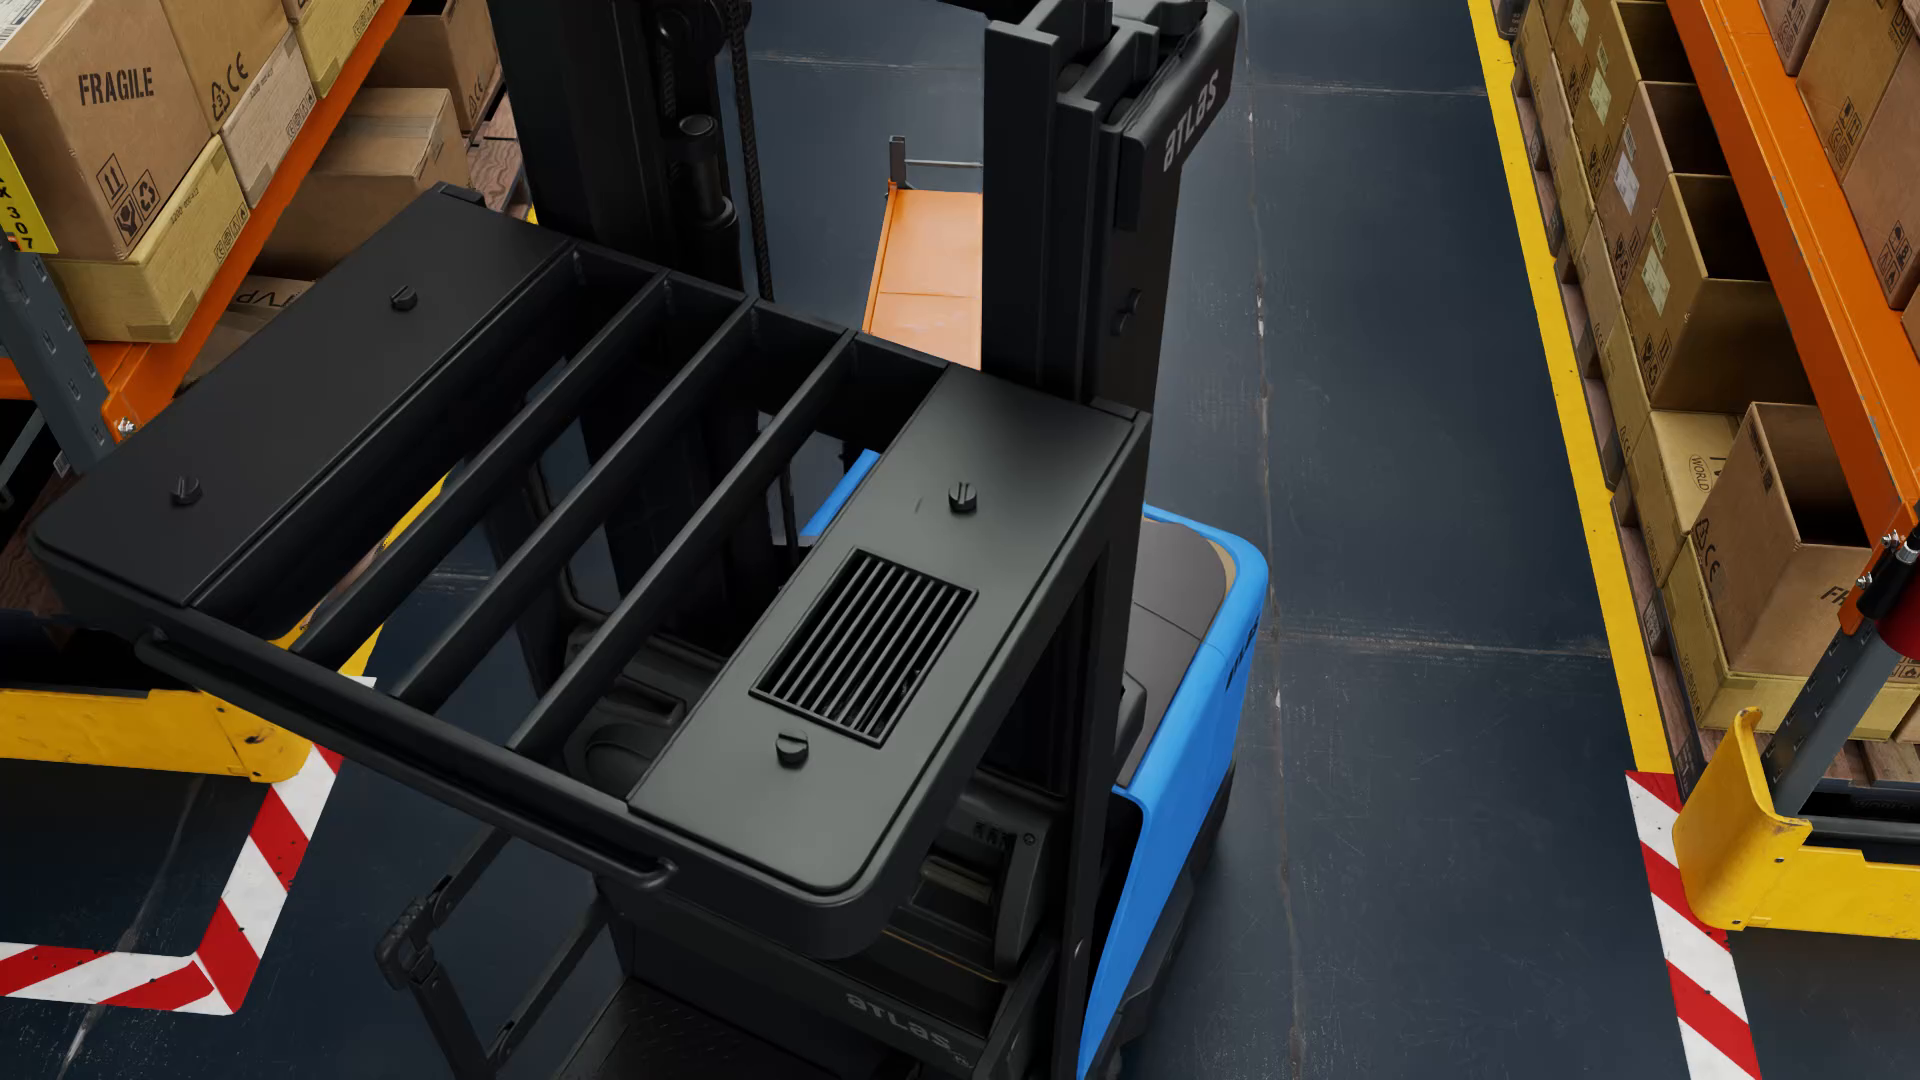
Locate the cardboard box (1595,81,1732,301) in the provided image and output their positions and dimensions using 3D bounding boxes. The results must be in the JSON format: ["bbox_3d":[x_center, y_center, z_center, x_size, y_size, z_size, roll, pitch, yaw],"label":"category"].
[{"bbox_3d":[2.385,-1.095,5.289,0.500,0.500,0.500,4,48,4],"label":"cardboard box"}]

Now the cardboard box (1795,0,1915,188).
[{"bbox_3d":[2.658,-1.238,4.282,0.700,0.500,0.500,4,48,4],"label":"cardboard box"}]

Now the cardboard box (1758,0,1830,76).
[{"bbox_3d":[2.703,-1.625,4.636,0.700,0.500,0.500,5,48,5],"label":"cardboard box"}]

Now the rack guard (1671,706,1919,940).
[{"bbox_3d":[2.507,0.750,4.225,1.175,0.500,0.348,4,48,4],"label":"rack guard"}]

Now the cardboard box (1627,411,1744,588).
[{"bbox_3d":[2.297,-0.107,4.894,0.500,0.250,0.500,4,48,4],"label":"cardboard box"}]

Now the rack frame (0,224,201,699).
[{"bbox_3d":[-2.424,-0.442,3.621,1.000,3.000,0.127,4,48,4],"label":"rack frame"}]

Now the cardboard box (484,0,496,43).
[{"bbox_3d":[-2.079,-2.178,6.831,0.380,0.166,0.250,-2,48,-2],"label":"cardboard box"}]

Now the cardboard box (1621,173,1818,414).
[{"bbox_3d":[2.338,-0.728,4.954,0.500,0.500,0.500,4,48,4],"label":"cardboard box"}]

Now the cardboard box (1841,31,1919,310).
[{"bbox_3d":[2.607,-0.873,3.948,0.700,0.500,0.500,5,48,5],"label":"cardboard box"}]

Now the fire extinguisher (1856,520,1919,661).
[{"bbox_3d":[2.036,-0.029,3.297,0.296,0.674,0.183,4,48,4],"label":"fire extinguisher"}]

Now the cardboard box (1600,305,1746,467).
[{"bbox_3d":[2.341,-0.475,5.230,0.500,0.250,0.500,4,48,4],"label":"cardboard box"}]

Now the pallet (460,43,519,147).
[{"bbox_3d":[-2.086,-1.944,6.885,1.003,0.211,1.213,4,48,4],"label":"pallet"}]

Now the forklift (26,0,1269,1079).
[{"bbox_3d":[-0.386,0.566,2.746,1.130,2.935,3.031,20,51,17],"label":"forklift"}]

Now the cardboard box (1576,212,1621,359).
[{"bbox_3d":[2.388,-0.842,5.566,0.500,0.250,0.500,4,48,4],"label":"cardboard box"}]

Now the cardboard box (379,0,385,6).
[{"bbox_3d":[-1.930,-1.863,5.009,0.500,0.250,0.500,4,48,4],"label":"cardboard box"}]

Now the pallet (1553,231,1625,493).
[{"bbox_3d":[2.651,-0.629,5.682,1.003,0.211,1.213,4,48,4],"label":"pallet"}]

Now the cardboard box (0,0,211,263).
[{"bbox_3d":[-2.082,-0.981,3.695,0.500,0.500,0.500,4,48,4],"label":"cardboard box"}]

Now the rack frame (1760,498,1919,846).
[{"bbox_3d":[2.509,-0.111,3.319,1.000,3.000,0.127,4,48,4],"label":"rack frame"}]

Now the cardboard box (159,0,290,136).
[{"bbox_3d":[-2.027,-1.344,4.026,0.500,0.500,0.500,4,48,4],"label":"cardboard box"}]

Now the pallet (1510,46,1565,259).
[{"bbox_3d":[2.759,-1.528,6.504,1.003,0.211,1.213,4,48,4],"label":"pallet"}]

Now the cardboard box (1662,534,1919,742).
[{"bbox_3d":[2.264,0.261,4.557,0.500,0.250,0.500,4,48,4],"label":"cardboard box"}]

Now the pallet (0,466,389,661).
[{"bbox_3d":[-2.308,-0.151,5.245,1.003,0.211,1.213,4,48,4],"label":"pallet"}]

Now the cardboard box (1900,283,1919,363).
[{"bbox_3d":[2.564,-0.487,3.595,0.700,0.500,0.500,4,48,4],"label":"cardboard box"}]

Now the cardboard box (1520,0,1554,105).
[{"bbox_3d":[2.529,-1.944,6.574,0.500,0.250,0.500,4,48,4],"label":"cardboard box"}]

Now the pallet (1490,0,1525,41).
[{"bbox_3d":[2.902,-2.653,7.534,1.003,0.211,1.213,4,48,4],"label":"pallet"}]

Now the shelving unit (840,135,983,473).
[{"bbox_3d":[0.001,-0.385,4.839,0.538,1.125,1.048,4,48,4],"label":"shelving unit"}]

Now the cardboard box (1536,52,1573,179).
[{"bbox_3d":[2.479,-1.577,6.238,0.500,0.250,0.500,4,48,4],"label":"cardboard box"}]

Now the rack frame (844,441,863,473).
[{"bbox_3d":[-0.046,-0.011,4.498,0.500,1.125,0.032,4,48,4],"label":"rack frame"}]

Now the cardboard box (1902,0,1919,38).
[{"bbox_3d":[2.425,-1.222,3.828,0.380,0.149,0.250,4,48,4],"label":"cardboard box"}]

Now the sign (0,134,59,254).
[{"bbox_3d":[-1.884,-0.697,3.268,0.100,0.325,0.005,4,48,4],"label":"sign"}]

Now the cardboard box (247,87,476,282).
[{"bbox_3d":[-2.103,-1.203,5.714,0.700,0.500,0.500,1,48,1],"label":"cardboard box"}]

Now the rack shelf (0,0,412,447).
[{"bbox_3d":[-2.242,-1.668,5.231,1.077,0.370,4.000,4,48,4],"label":"rack shelf"}]

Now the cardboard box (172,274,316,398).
[{"bbox_3d":[-2.220,-0.604,5.293,0.500,0.311,0.500,7,48,7],"label":"cardboard box"}]

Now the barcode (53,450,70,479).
[{"bbox_3d":[-2.668,-0.228,4.944,0.001,0.075,0.075,4,48,4],"label":"barcode"}]

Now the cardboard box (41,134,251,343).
[{"bbox_3d":[-2.064,-0.735,3.977,0.500,0.250,0.500,3,48,2],"label":"cardboard box"}]

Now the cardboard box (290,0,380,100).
[{"bbox_3d":[-1.978,-1.491,4.669,0.500,0.250,0.500,3,48,3],"label":"cardboard box"}]

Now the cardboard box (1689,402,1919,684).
[{"bbox_3d":[2.262,0.008,4.281,0.500,0.500,0.500,4,48,4],"label":"cardboard box"}]

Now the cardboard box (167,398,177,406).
[{"bbox_3d":[-2.272,-0.185,4.910,0.500,0.311,0.500,-1,48,-1],"label":"cardboard box"}]

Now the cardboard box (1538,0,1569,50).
[{"bbox_3d":[2.519,-2.198,6.298,0.500,0.500,0.500,4,48,4],"label":"cardboard box"}]

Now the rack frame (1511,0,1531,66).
[{"bbox_3d":[2.874,-3.050,6.007,1.000,3.000,0.127,4,48,4],"label":"rack frame"}]

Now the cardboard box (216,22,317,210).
[{"bbox_3d":[-2.031,-1.117,4.327,0.500,0.250,0.500,3,48,2],"label":"cardboard box"}]

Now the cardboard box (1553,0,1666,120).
[{"bbox_3d":[2.482,-1.830,5.961,0.500,0.500,0.500,4,48,4],"label":"cardboard box"}]

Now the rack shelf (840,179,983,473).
[{"bbox_3d":[0.001,-0.582,4.623,0.538,0.278,1.000,4,48,4],"label":"rack shelf"}]

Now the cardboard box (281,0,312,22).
[{"bbox_3d":[-1.973,-1.723,4.373,0.500,0.500,0.500,2,48,2],"label":"cardboard box"}]

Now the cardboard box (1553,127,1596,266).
[{"bbox_3d":[2.428,-1.210,5.902,0.500,0.250,0.500,4,48,4],"label":"cardboard box"}]

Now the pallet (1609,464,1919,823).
[{"bbox_3d":[2.537,0.265,4.864,1.003,0.211,1.213,4,48,4],"label":"pallet"}]

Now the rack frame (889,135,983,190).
[{"bbox_3d":[0.047,-0.758,5.181,0.500,1.125,0.032,4,48,4],"label":"rack frame"}]

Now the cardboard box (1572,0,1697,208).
[{"bbox_3d":[2.428,-1.463,5.626,0.500,0.500,0.500,4,48,4],"label":"cardboard box"}]

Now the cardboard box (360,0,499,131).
[{"bbox_3d":[-2.115,-1.920,6.369,0.500,0.500,0.500,1,48,1],"label":"cardboard box"}]

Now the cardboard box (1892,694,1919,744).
[{"bbox_3d":[2.779,0.296,4.525,0.500,0.250,0.500,4,48,4],"label":"cardboard box"}]

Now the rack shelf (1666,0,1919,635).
[{"bbox_3d":[2.691,-1.338,4.928,1.077,0.370,4.000,4,48,4],"label":"rack shelf"}]

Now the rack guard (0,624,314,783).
[{"bbox_3d":[-2.418,0.346,4.594,1.175,0.500,0.348,4,48,4],"label":"rack guard"}]

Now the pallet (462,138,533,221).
[{"bbox_3d":[-2.194,-1.045,6.063,1.003,0.211,1.213,4,48,4],"label":"pallet"}]
